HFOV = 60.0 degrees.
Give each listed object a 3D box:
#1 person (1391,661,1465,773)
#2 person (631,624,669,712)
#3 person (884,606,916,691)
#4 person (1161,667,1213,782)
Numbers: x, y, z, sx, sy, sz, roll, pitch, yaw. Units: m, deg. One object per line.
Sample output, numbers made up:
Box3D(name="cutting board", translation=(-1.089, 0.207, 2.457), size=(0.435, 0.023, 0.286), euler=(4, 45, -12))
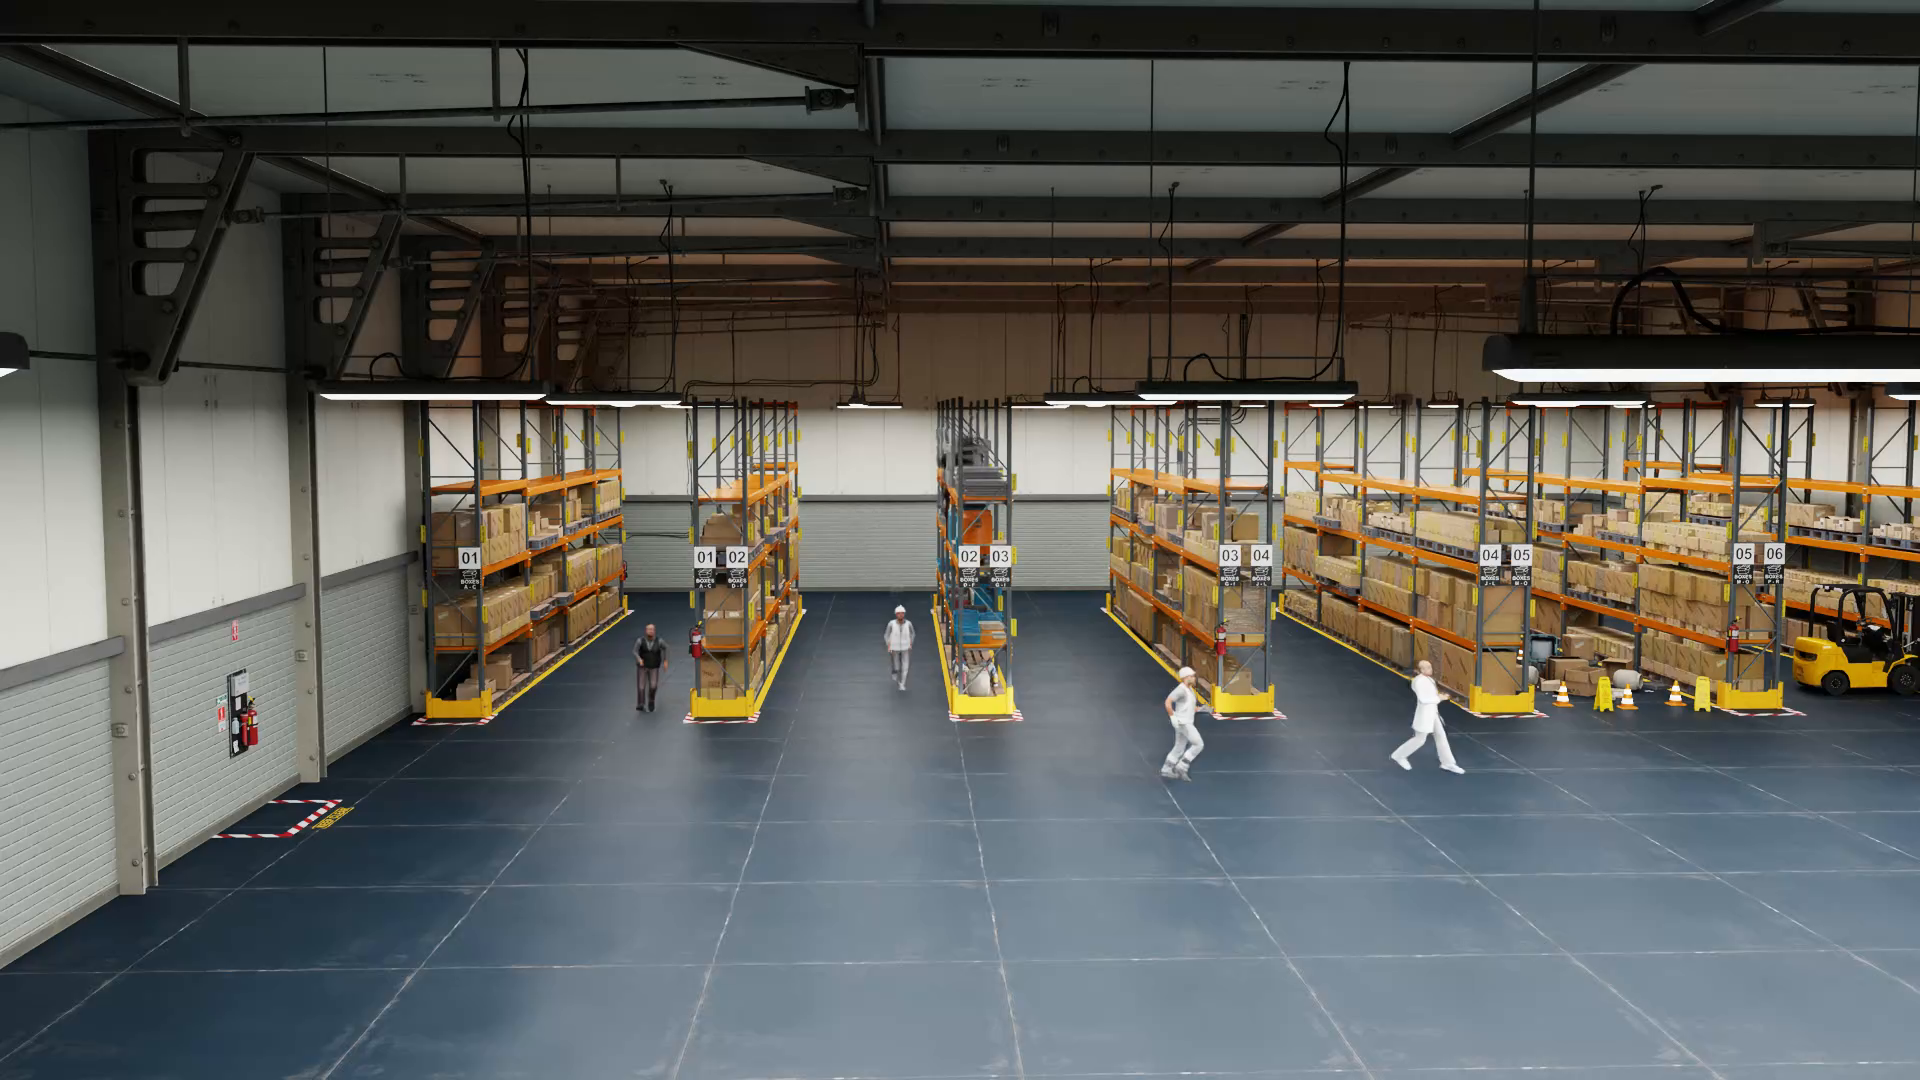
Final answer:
Box3D(name="person", translation=(7.421, 2.783, 26.328), size=(1.116, 1.758, 0.731), euler=(3, 5, 31))
Box3D(name="person", translation=(-5.882, 2.445, 31.598), size=(0.714, 1.676, 0.621), euler=(-1, 4, -10))
Box3D(name="person", translation=(-1.233, 2.211, 34.177), size=(0.650, 1.727, 0.638), euler=(-1, 4, -8))
Box3D(name="person", translation=(3.498, 2.847, 25.688), size=(0.786, 1.776, 0.647), euler=(1, 5, 15))
